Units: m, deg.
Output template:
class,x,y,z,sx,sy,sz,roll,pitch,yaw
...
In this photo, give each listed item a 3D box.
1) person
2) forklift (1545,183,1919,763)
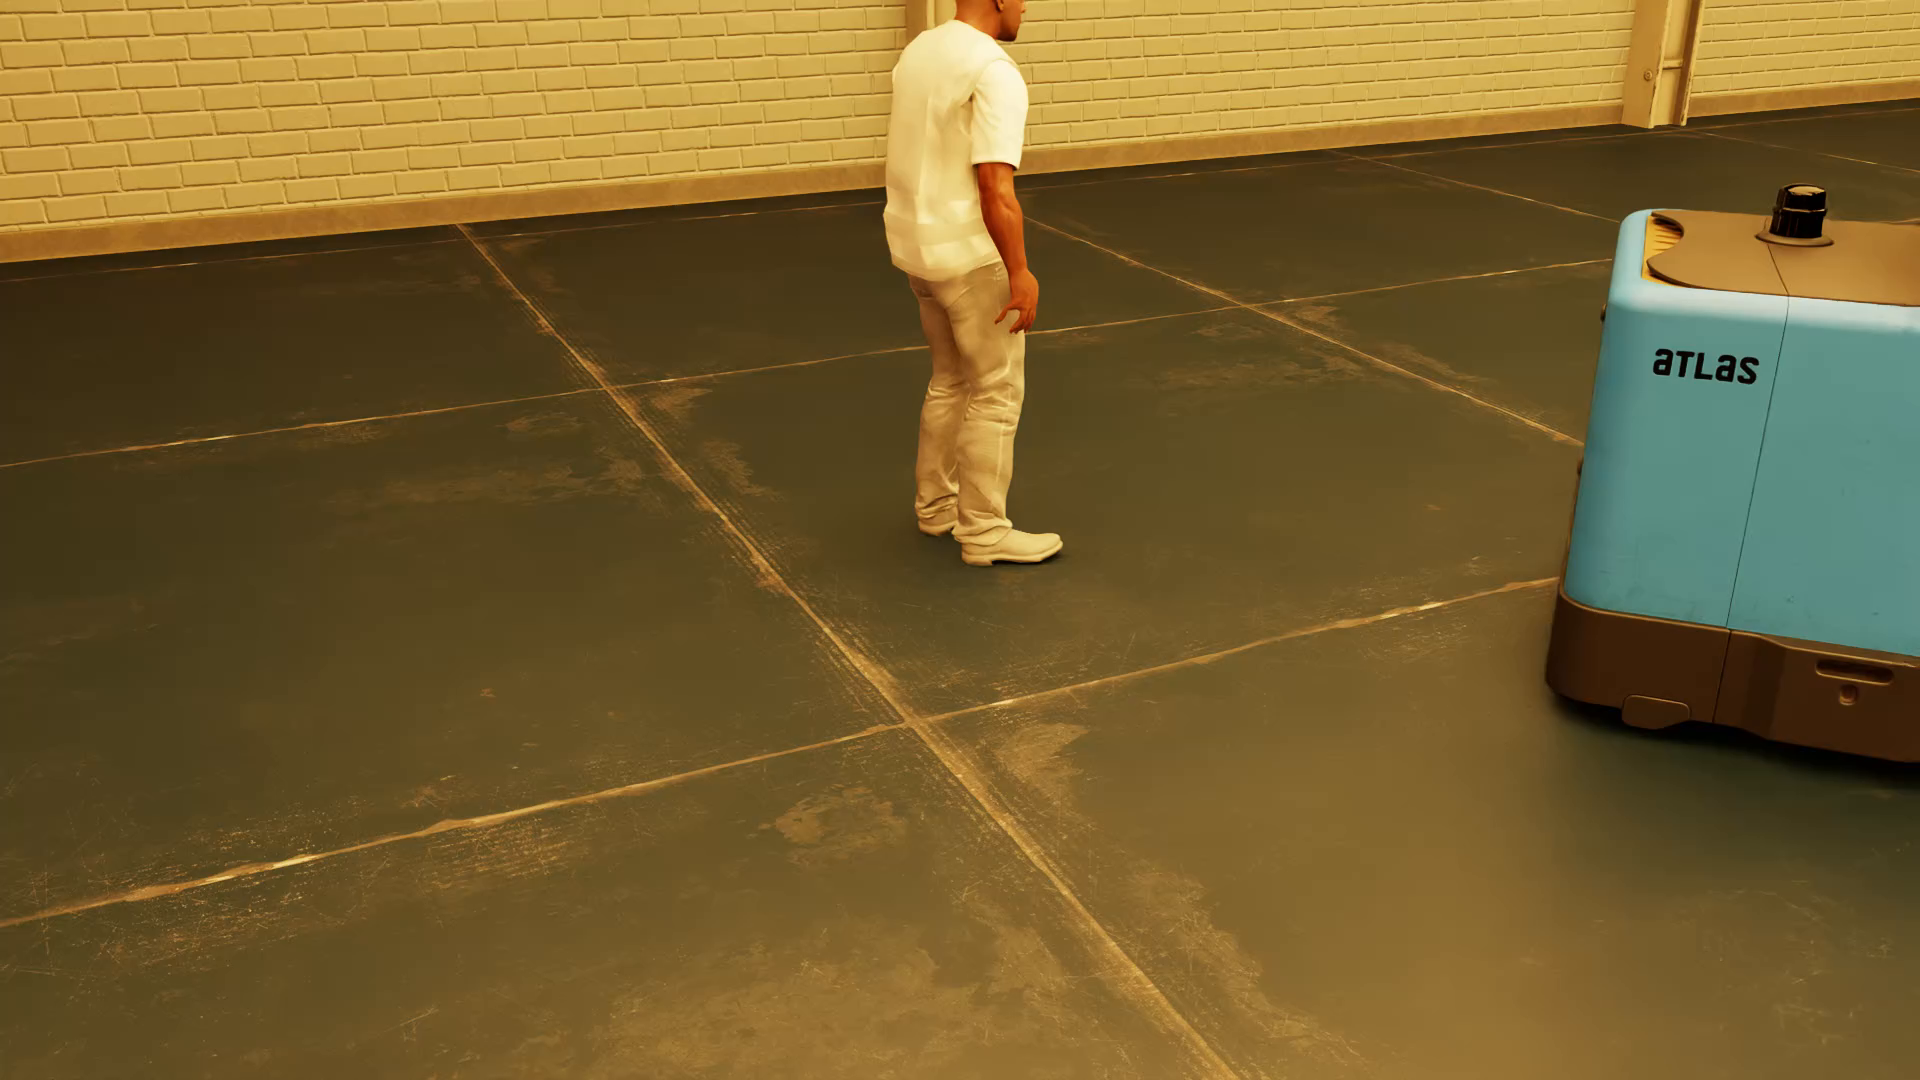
class,x,y,z,sx,sy,sz,roll,pitch,yaw
person,0.033,-0.820,4.792,0.460,1.760,0.626,-11,25,-25
forklift,3.007,-0.881,3.408,3.031,2.935,1.130,9,24,20
